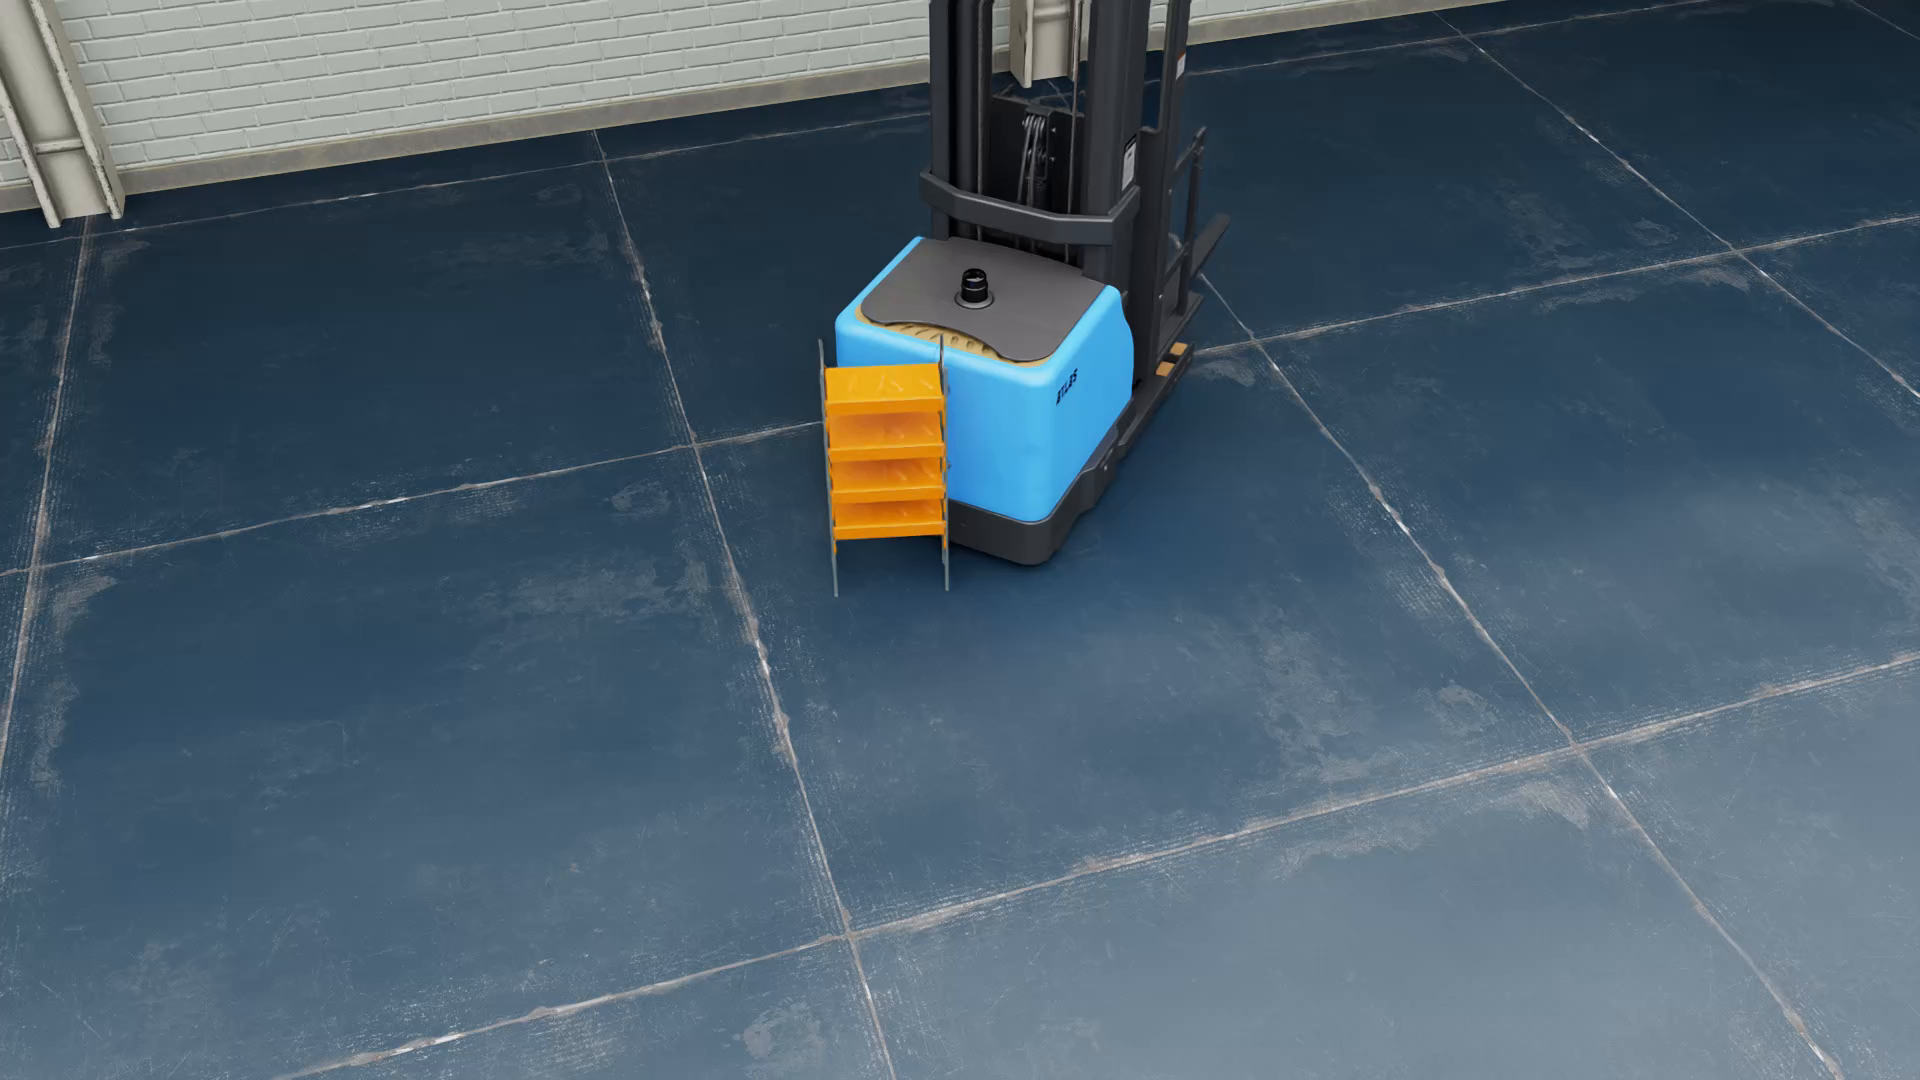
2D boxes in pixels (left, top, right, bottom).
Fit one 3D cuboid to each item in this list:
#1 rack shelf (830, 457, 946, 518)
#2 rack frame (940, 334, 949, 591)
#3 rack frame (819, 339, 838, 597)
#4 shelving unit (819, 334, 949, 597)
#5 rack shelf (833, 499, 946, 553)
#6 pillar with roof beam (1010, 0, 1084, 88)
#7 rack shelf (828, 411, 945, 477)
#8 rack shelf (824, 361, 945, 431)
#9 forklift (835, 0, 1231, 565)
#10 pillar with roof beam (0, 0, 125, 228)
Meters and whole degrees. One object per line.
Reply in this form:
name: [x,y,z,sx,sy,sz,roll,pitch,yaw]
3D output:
rack shelf: [-0.309,-0.241,7.065,0.480,0.148,0.258,-3,41,-3]
rack frame: [-0.066,-0.304,7.035,0.015,1.200,0.240,-3,41,-3]
rack frame: [-0.553,-0.279,7.007,0.015,1.200,0.240,-3,41,-3]
shelving unit: [-0.309,-0.291,7.021,0.503,1.200,0.258,-3,41,-3]
rack shelf: [-0.309,-0.091,7.196,0.480,0.148,0.258,-3,41,-3]
pillar with roof beam: [1.860,-3.824,5.137,0.400,9.000,9.100,-12,42,-13]
rack shelf: [-0.309,-0.409,6.918,0.480,0.148,0.258,-3,41,-3]
rack shelf: [-0.309,-0.587,6.763,0.480,0.148,0.258,-3,41,-3]
forklift: [0.553,-1.961,7.616,1.130,2.935,3.031,18,44,19]
pillar with roof beam: [-3.863,-2.638,3.779,0.400,9.000,9.100,-12,42,-13]
